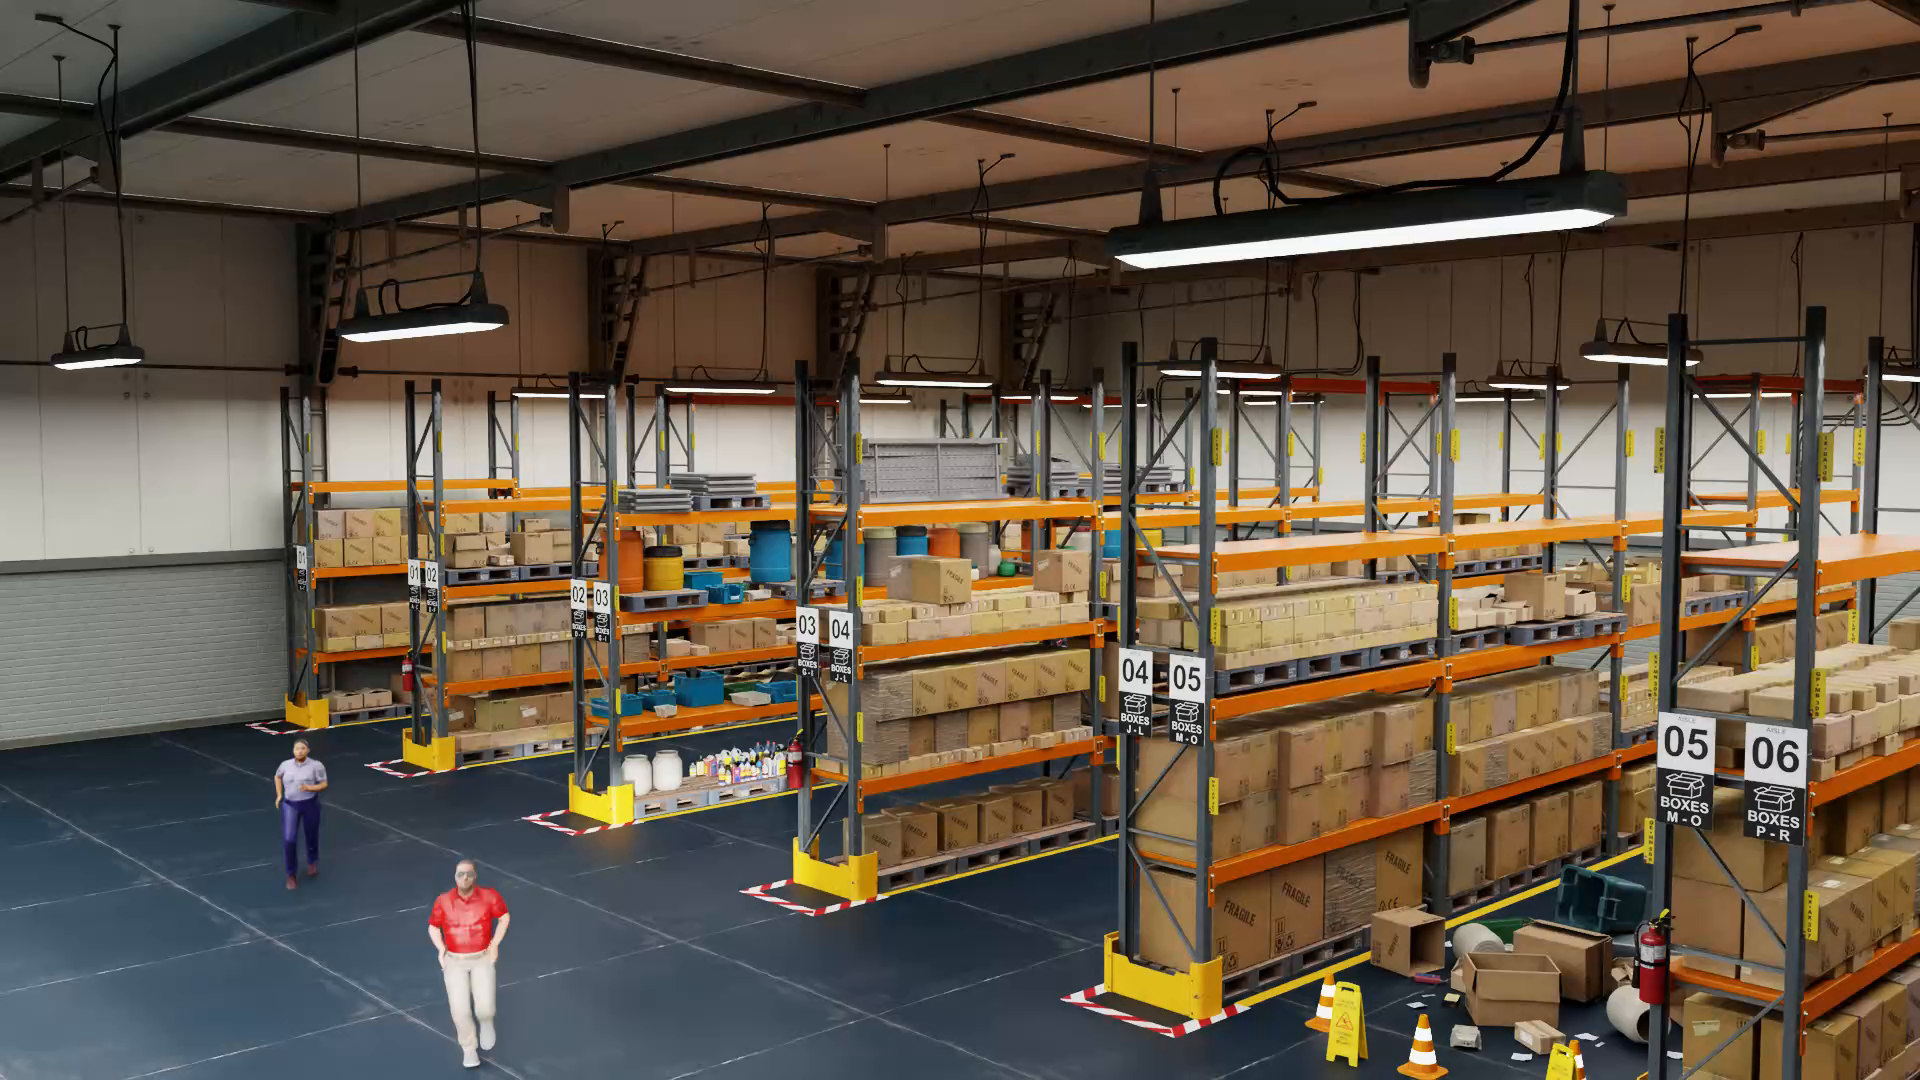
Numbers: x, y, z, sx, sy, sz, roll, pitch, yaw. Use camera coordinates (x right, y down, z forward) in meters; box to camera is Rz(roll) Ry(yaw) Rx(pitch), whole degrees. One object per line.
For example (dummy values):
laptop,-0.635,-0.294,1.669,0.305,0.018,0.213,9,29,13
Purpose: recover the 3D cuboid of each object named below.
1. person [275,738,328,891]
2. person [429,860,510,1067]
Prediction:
person,-7.557,3.131,19.086,0.577,1.714,0.735,-1,4,-19
person,-4.013,3.451,13.596,0.640,1.679,0.596,-1,4,-13
